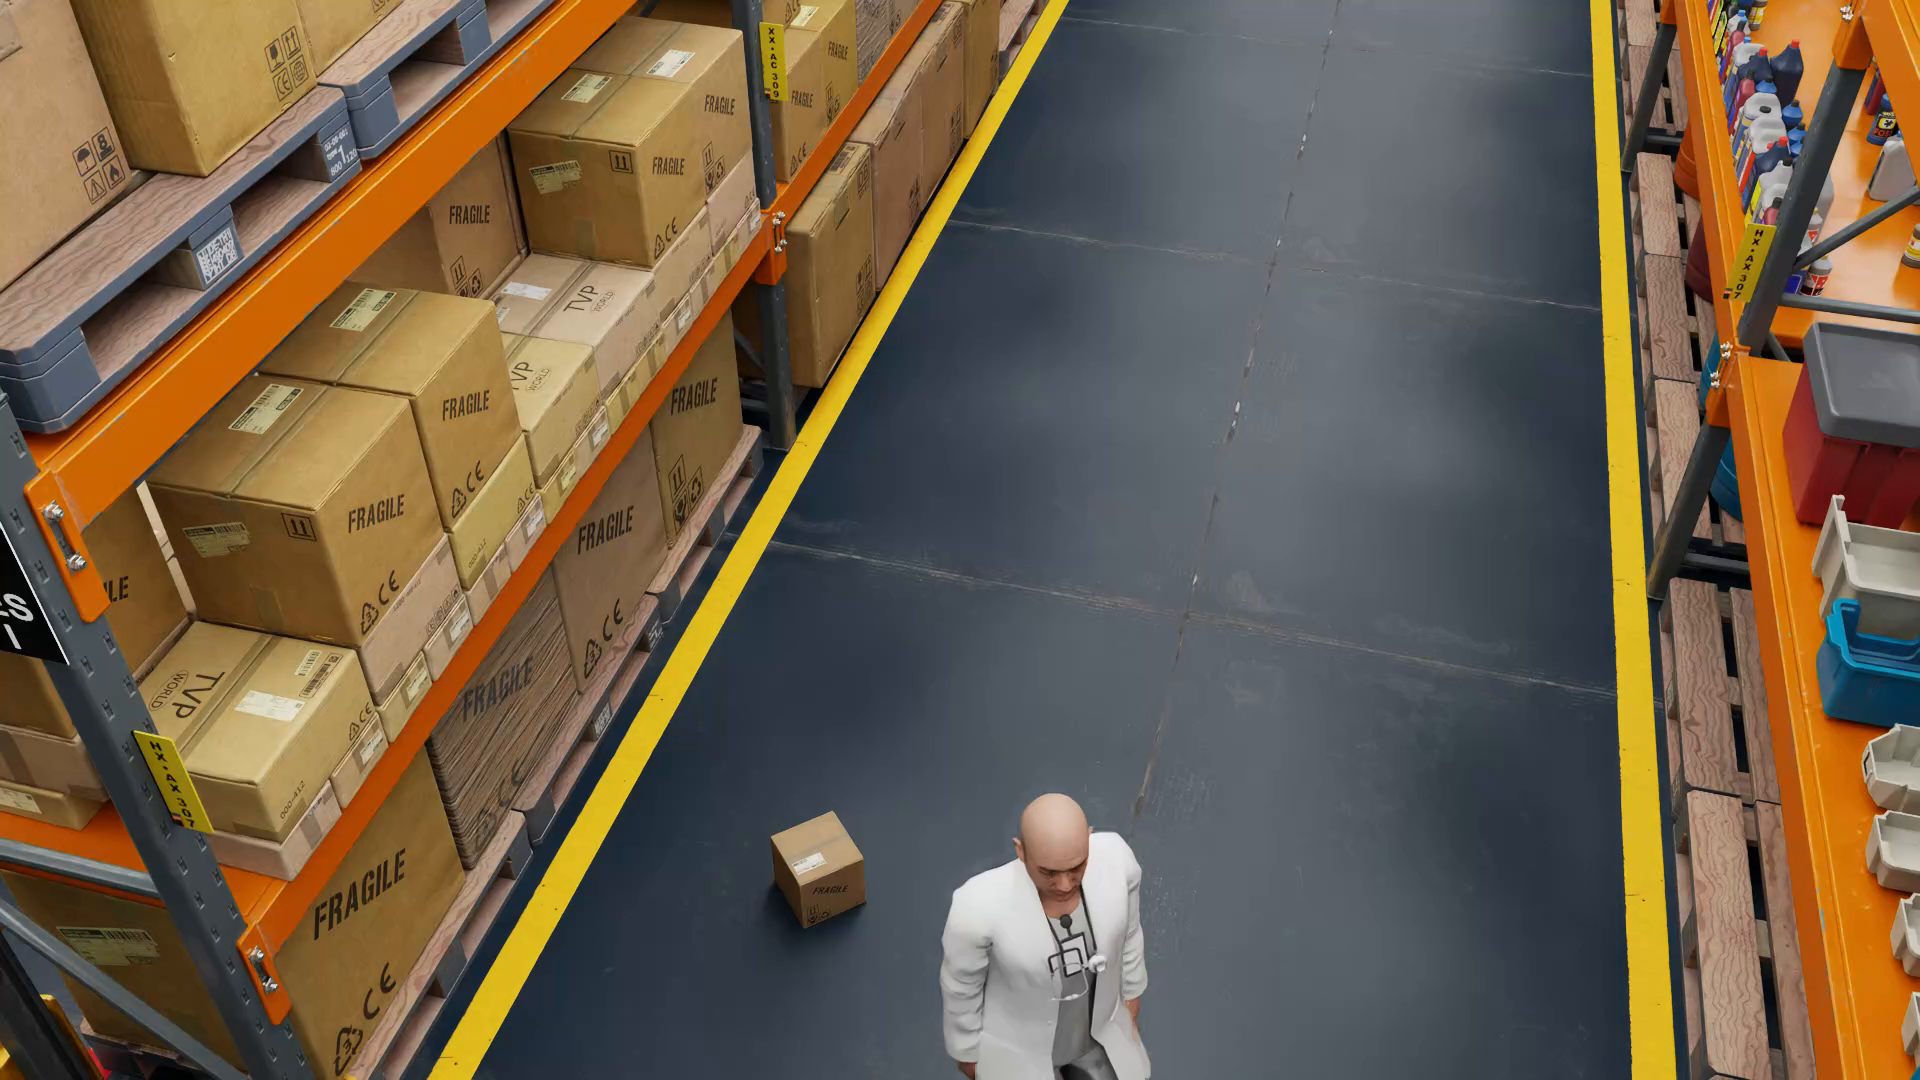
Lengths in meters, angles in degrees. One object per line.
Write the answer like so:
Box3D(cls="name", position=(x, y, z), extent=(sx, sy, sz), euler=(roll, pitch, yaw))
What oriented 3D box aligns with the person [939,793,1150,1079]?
Box3D(cls="person", position=(0.239, 1.308, 4.592), extent=(0.604, 1.770, 0.558), euler=(-16, 43, -18))
